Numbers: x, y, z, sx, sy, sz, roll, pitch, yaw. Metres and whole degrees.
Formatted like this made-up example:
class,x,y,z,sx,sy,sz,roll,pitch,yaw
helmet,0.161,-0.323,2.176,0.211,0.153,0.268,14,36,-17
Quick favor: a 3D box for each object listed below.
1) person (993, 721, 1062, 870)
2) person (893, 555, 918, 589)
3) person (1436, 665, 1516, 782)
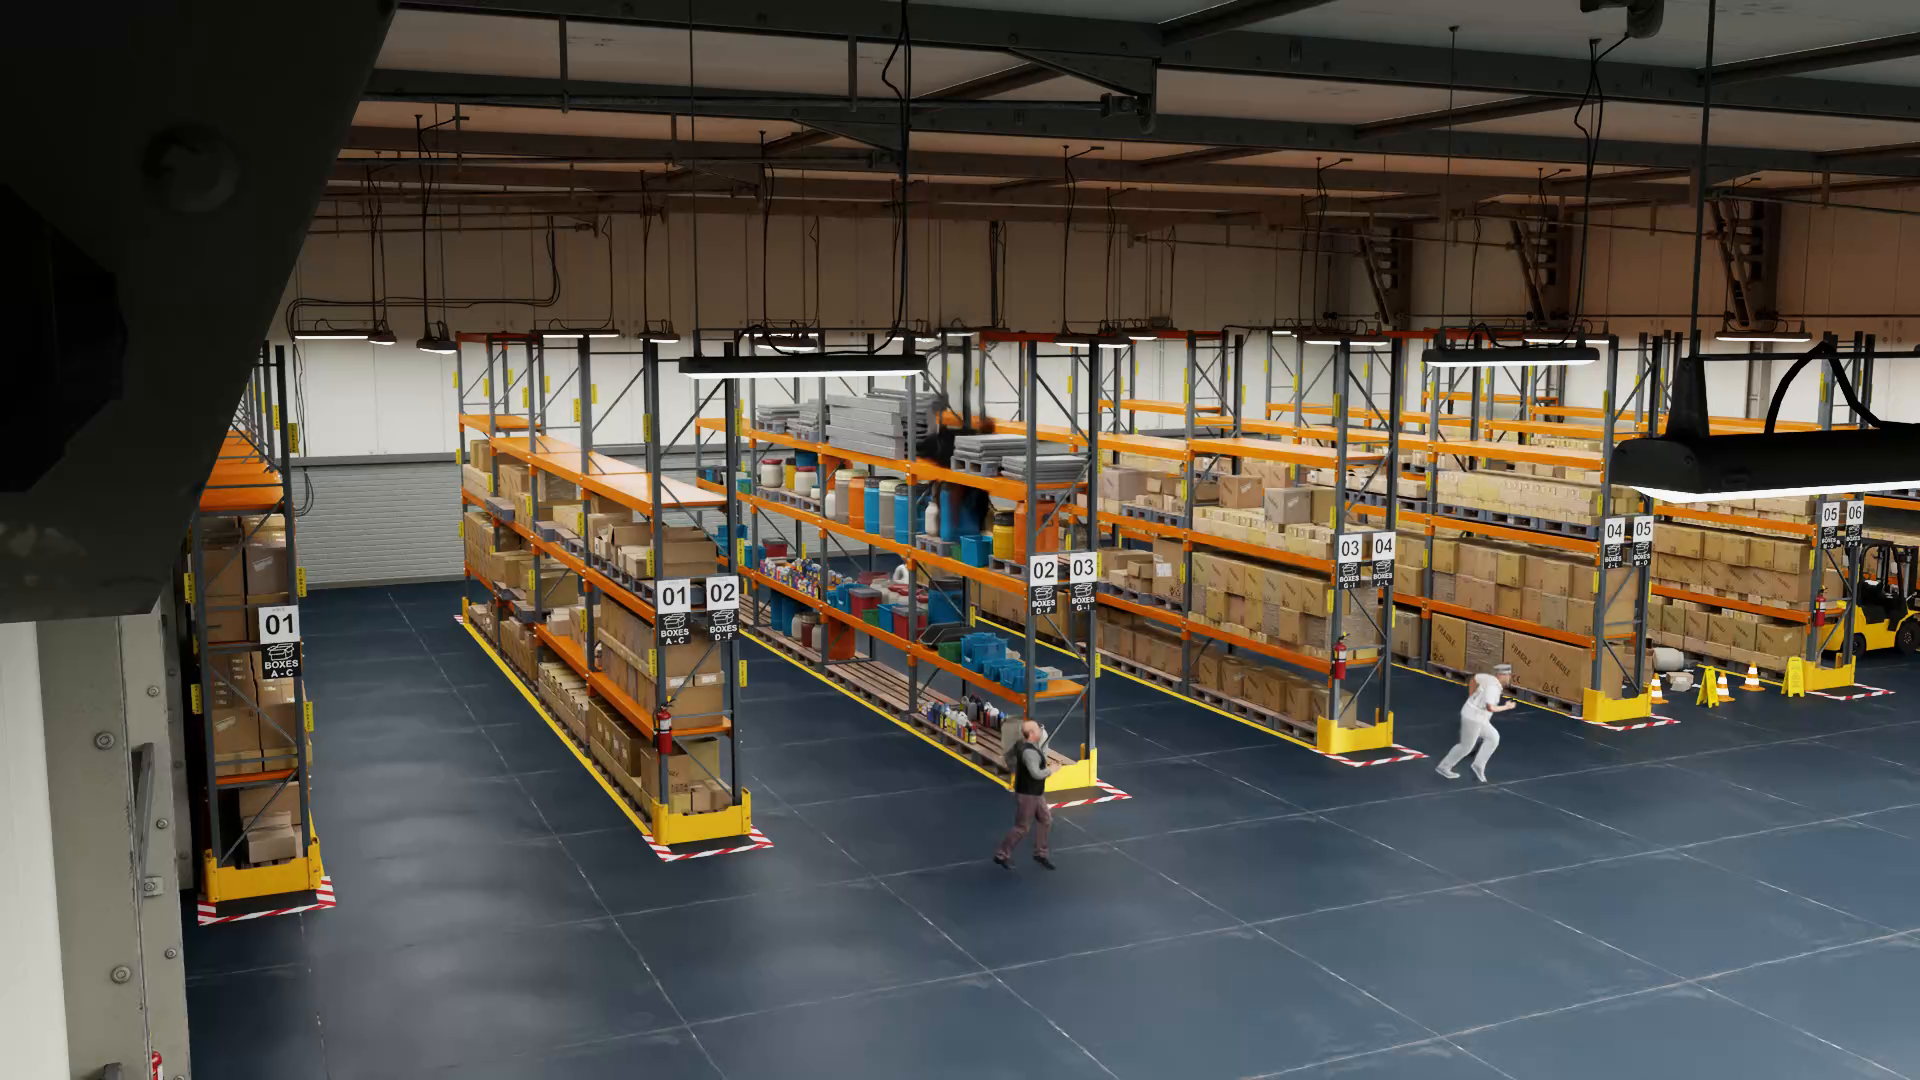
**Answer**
class,x,y,z,sx,sy,sz,roll,pitch,yaw
person,0.771,2.935,18.946,0.785,1.788,0.671,0,8,-2
person,-1.065,1.080,32.568,0.627,1.784,1.126,-5,9,-31
person,7.040,2.505,22.688,1.015,1.680,0.700,2,8,13
